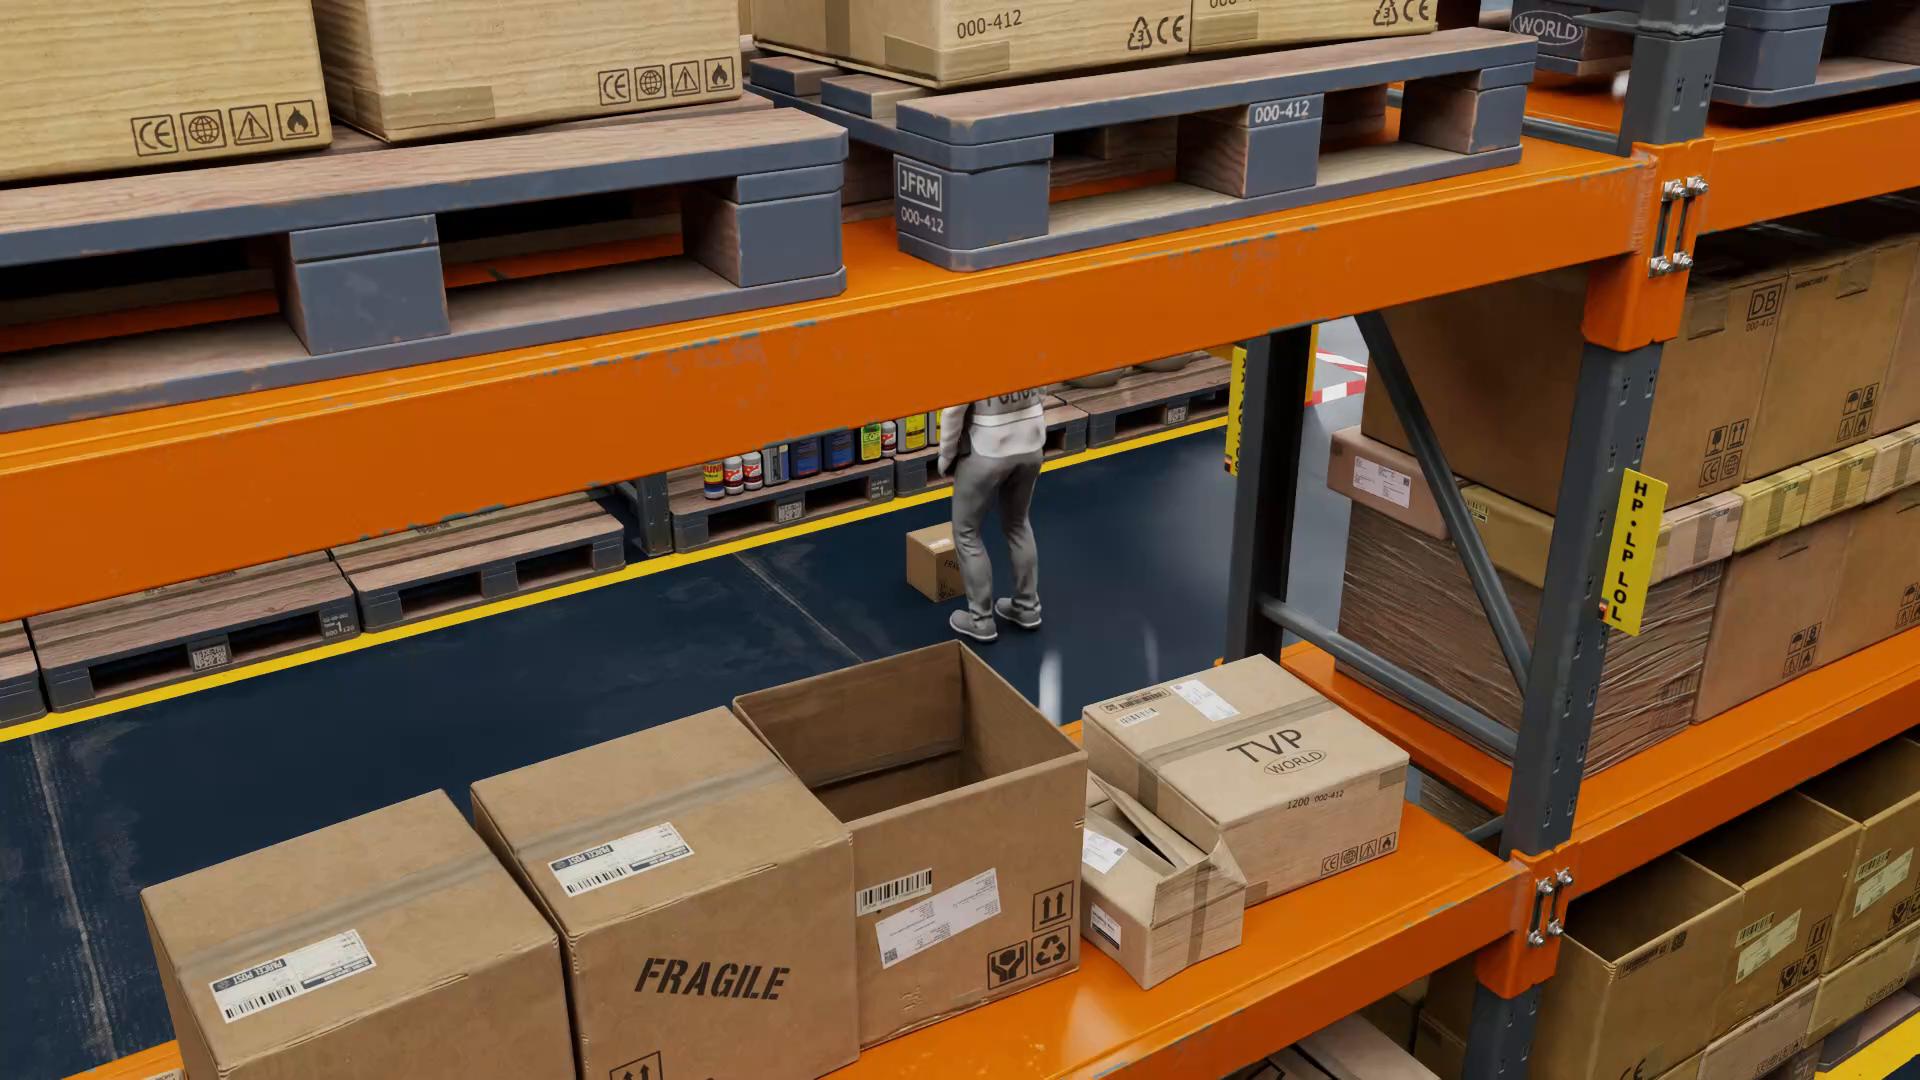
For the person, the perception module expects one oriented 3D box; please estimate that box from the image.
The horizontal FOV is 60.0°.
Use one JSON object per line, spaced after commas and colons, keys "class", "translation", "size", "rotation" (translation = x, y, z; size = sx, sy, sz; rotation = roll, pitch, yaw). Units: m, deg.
{"class": "person", "translation": [0.134, -0.360, 6.901], "size": [0.485, 1.652, 0.381], "rotation": [-15, 29, -28]}
